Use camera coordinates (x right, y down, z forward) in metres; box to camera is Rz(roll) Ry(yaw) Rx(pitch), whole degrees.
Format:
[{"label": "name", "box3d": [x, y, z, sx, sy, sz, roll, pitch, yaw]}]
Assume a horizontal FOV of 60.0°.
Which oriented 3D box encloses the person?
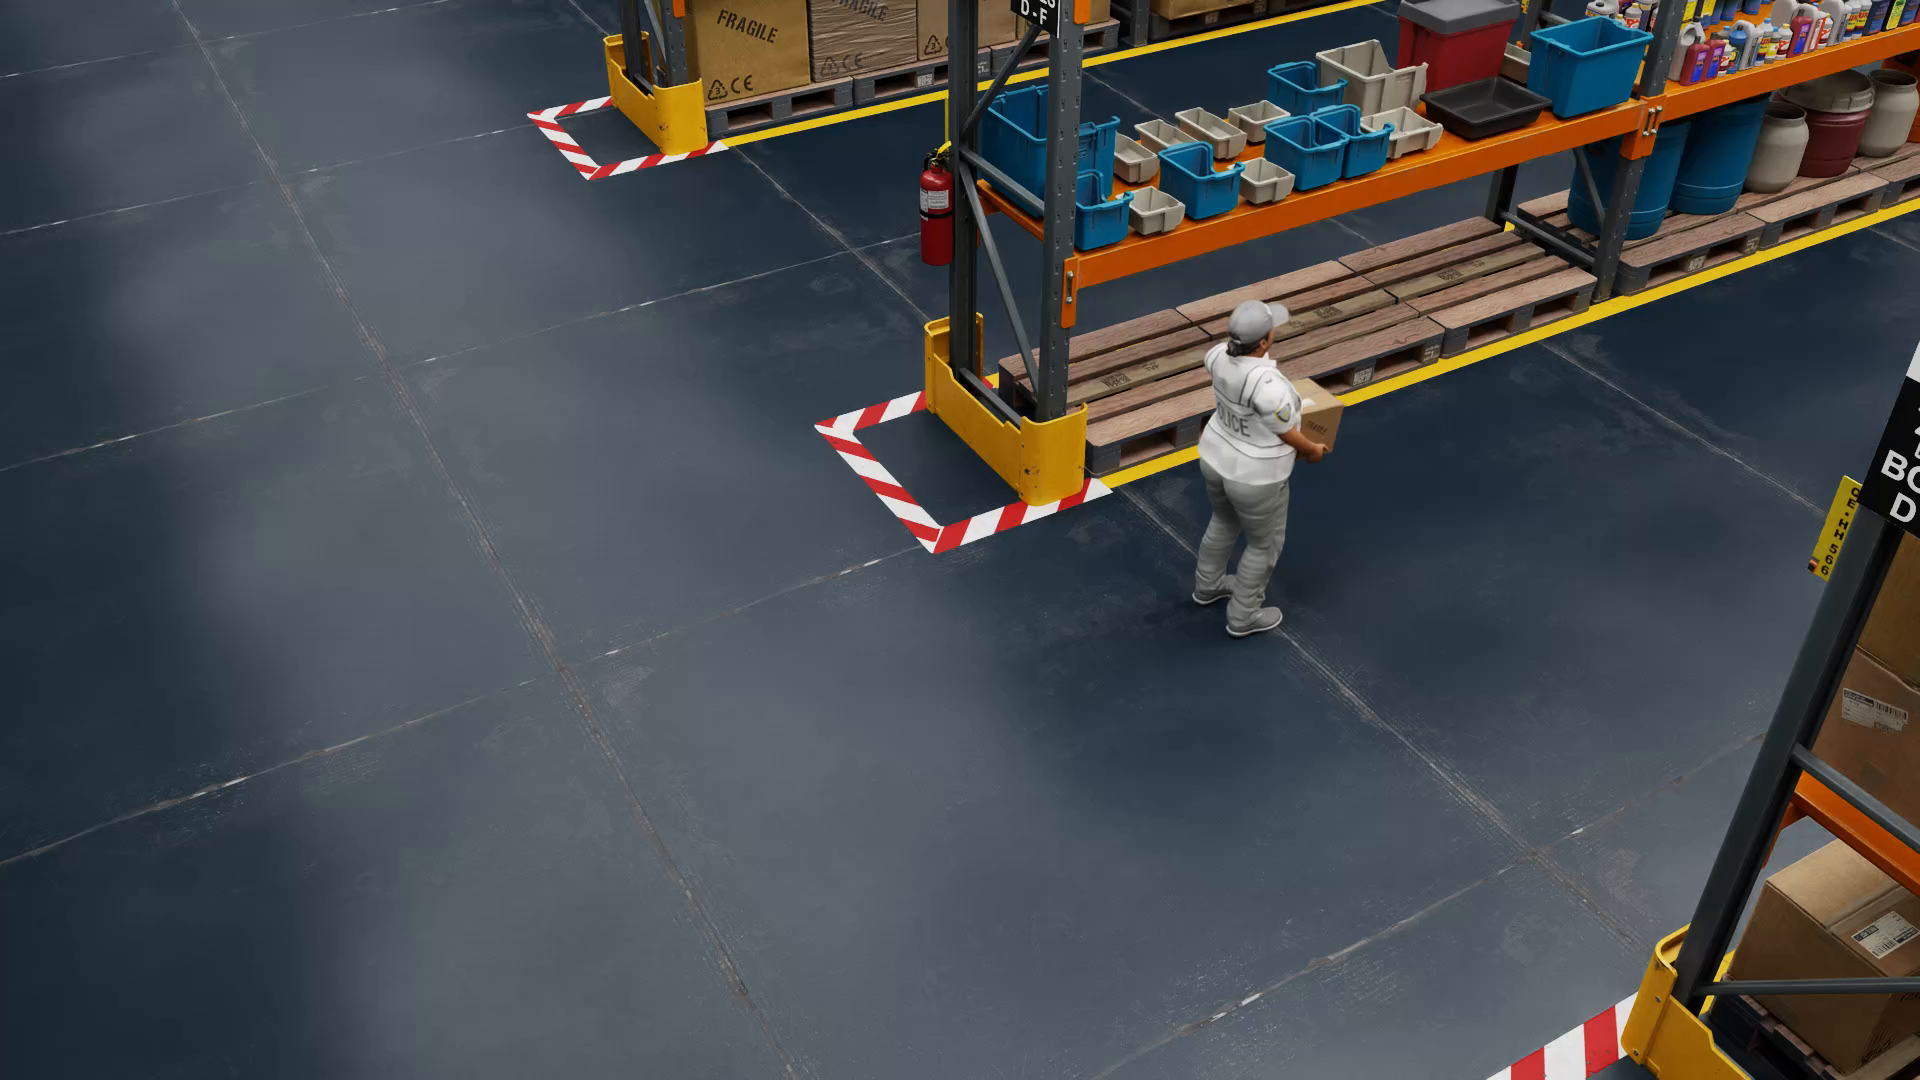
[{"label": "person", "box3d": [1.329, -0.346, 7.391, 0.535, 1.653, 0.453, -19, 41, -24]}]
